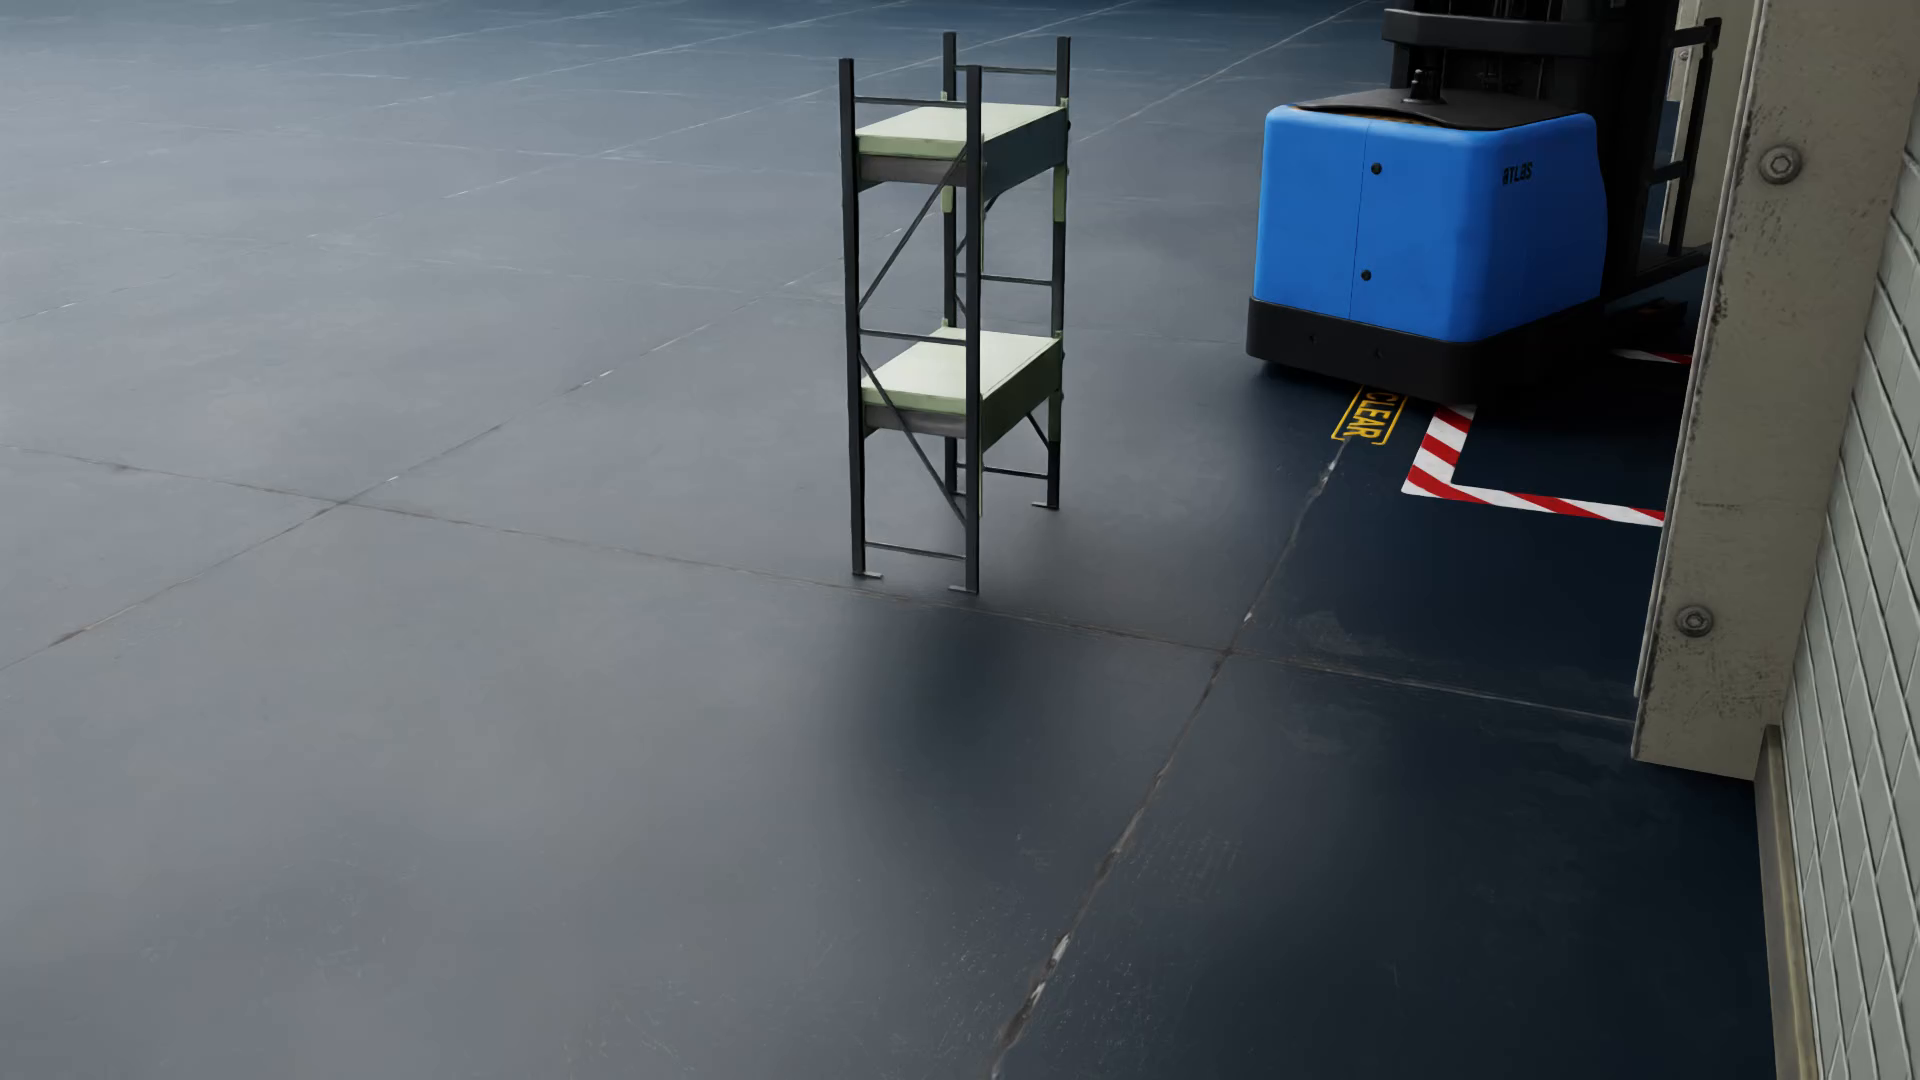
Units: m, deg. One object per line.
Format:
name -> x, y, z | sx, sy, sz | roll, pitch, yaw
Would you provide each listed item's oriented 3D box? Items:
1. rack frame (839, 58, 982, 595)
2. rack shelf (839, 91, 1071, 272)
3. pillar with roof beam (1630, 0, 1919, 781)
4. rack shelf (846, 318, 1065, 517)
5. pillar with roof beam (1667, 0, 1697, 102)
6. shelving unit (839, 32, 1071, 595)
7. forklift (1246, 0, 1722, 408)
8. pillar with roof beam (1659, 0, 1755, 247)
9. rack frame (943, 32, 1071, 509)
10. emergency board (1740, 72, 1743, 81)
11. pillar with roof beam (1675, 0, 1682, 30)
rack frame -> -0.133, -0.563, 4.653 | 0.400, 1.500, 0.023 | 9, 24, 20
rack shelf -> 0.002, -1.055, 4.816 | 0.431, 0.370, 0.720 | 9, 24, 20
pillar with roof beam -> -2.170, -4.292, 3.850 | 9.100, 9.000, 0.400 | 9, 24, 20
rack shelf -> 0.002, -0.394, 5.092 | 0.431, 0.370, 0.720 | 9, 24, 20
pillar with roof beam -> 2.287, -8.586, 14.131 | 9.100, 9.000, 0.400 | 9, 24, 20
shelving unit -> 0.002, -0.694, 4.967 | 0.431, 1.500, 0.755 | 9, 24, 20
forklift -> 2.598, -2.330, 7.025 | 3.031, 2.935, 1.130 | -21, 30, -40
pillar with roof beam -> 0.059, -6.439, 8.990 | 9.100, 9.000, 0.400 | 9, 24, 20
rack frame -> 0.138, -0.825, 5.280 | 0.400, 1.500, 0.023 | 9, 24, 20
emergency board -> 2.780, -1.786, 5.635 | 0.194, 1.169, 0.643 | 9, 24, 20
pillar with roof beam -> 4.516, -10.733, 19.271 | 9.100, 9.000, 0.400 | 9, 24, 20
